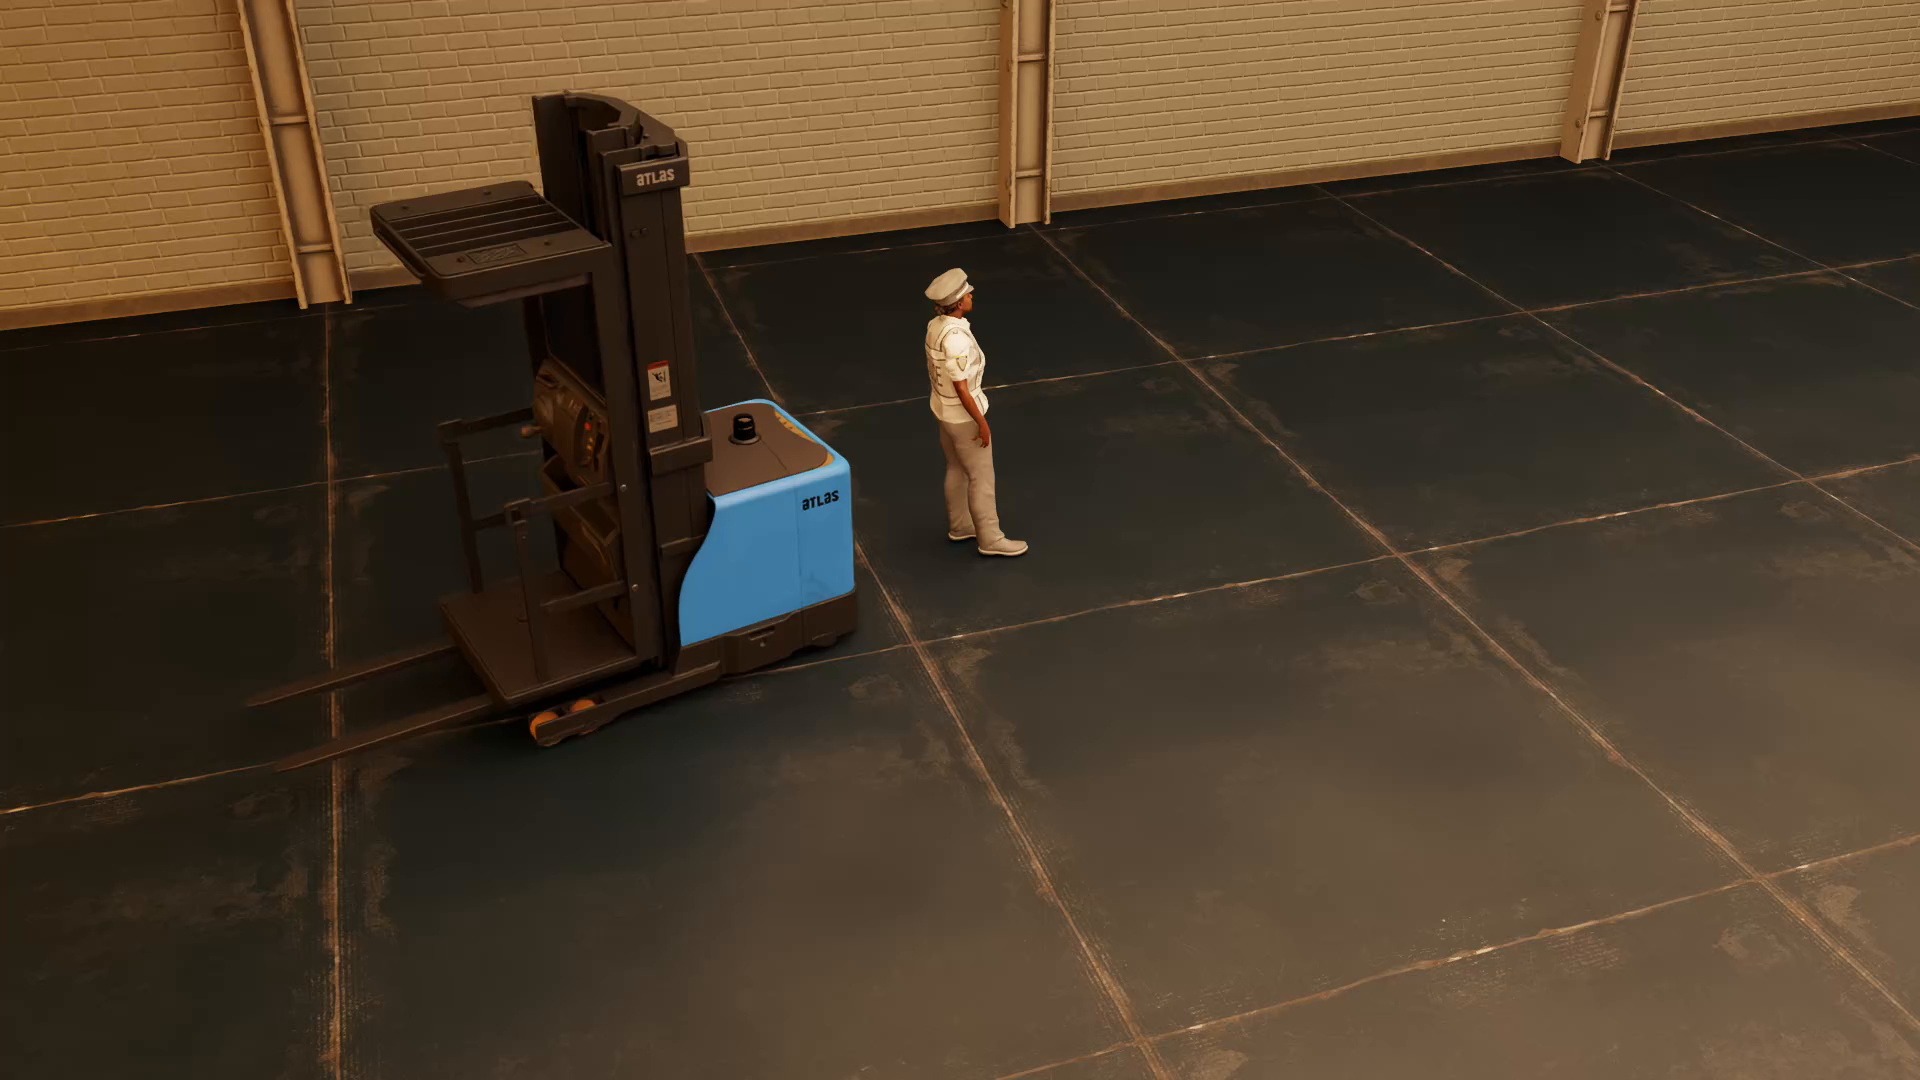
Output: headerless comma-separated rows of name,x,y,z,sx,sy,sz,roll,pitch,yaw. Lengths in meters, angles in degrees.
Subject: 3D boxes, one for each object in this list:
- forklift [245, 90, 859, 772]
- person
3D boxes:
forklift,-2.072,-0.550,8.042,3.031,2.935,1.130,-18,34,-28
person,0.077,-0.742,9.605,0.530,1.692,0.570,-10,31,-16
